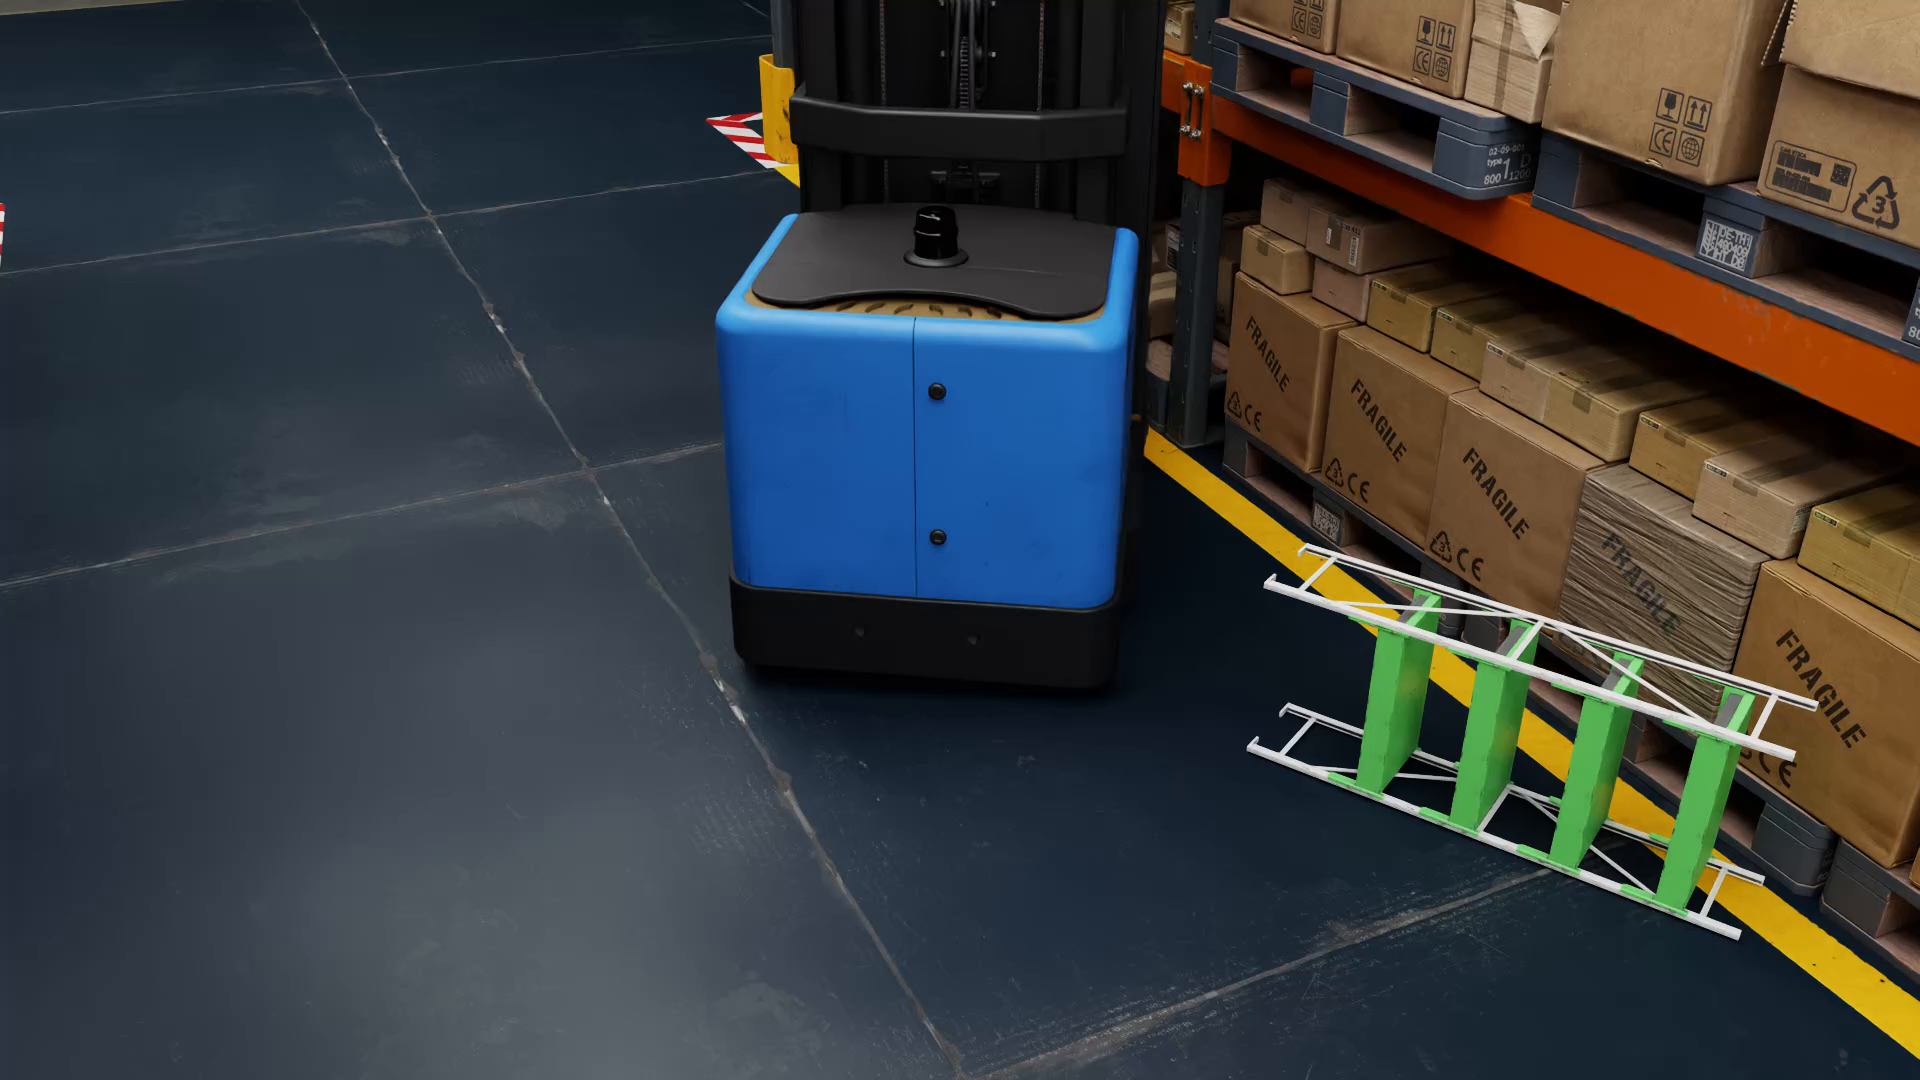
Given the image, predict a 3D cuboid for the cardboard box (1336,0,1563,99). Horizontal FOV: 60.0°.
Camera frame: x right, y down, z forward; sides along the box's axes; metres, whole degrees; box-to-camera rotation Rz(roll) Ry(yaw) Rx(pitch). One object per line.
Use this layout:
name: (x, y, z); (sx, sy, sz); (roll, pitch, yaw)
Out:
cardboard box: (1.433, -1.485, 4.299); (0.700, 0.500, 0.500); (-13, 32, -21)

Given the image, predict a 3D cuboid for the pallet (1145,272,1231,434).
pallet: (0.911, -0.835, 6.523); (1.003, 0.211, 1.213); (-13, 32, -22)

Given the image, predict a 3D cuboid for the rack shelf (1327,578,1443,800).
rack shelf: (1.047, 0.359, 4.082); (0.148, 0.480, 0.258); (19, 35, 30)

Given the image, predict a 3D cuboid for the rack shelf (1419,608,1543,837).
rack shelf: (1.242, 0.427, 3.960); (0.148, 0.480, 0.258); (19, 35, 30)

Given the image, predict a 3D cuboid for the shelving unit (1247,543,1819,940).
shelving unit: (1.294, 0.445, 3.928); (1.200, 0.503, 0.258); (19, 35, 30)

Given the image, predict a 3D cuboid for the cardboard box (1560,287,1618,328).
cardboard box: (1.987, -0.693, 4.882); (0.380, 0.149, 0.250); (-15, 32, -24)

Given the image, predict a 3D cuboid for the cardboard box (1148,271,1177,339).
cardboard box: (0.700, -0.871, 6.223); (0.380, 0.149, 0.250); (-14, 32, -23)

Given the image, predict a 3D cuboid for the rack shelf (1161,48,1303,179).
rack shelf: (0.346, -2.317, 7.051); (1.077, 0.370, 4.000); (-13, 32, -22)

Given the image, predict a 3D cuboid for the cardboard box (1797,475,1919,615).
cardboard box: (2.083, 0.003, 3.641); (0.380, 0.149, 0.250); (-14, 32, -23)

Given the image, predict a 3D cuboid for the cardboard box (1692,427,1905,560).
cardboard box: (1.937, -0.113, 3.847); (0.380, 0.149, 0.250); (-15, 32, -24)

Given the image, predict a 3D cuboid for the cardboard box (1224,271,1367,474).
cardboard box: (1.209, -0.579, 5.343); (0.500, 0.500, 0.500); (-12, 31, -20)

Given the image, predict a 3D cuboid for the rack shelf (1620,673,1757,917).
rack shelf: (1.633, 0.563, 3.717); (0.148, 0.480, 0.258); (19, 35, 30)

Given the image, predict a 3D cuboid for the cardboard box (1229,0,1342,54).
cardboard box: (1.210, -1.713, 4.707); (0.700, 0.500, 0.500); (-12, 32, -21)

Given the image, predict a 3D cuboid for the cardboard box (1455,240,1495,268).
cardboard box: (1.741, -0.906, 5.262); (0.380, 0.149, 0.250); (-13, 32, -22)

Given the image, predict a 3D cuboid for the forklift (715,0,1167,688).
forklift: (0.086, -1.583, 5.077); (1.130, 2.935, 3.031); (4, 29, 7)

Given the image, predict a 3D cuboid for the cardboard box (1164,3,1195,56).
cardboard box: (0.840, -1.726, 5.517); (0.380, 0.149, 0.250); (-13, 32, -21)

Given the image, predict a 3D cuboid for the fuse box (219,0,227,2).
fuse box: (-5.476, -4.771, 12.009); (0.539, 1.711, 0.414); (-13, 32, -22)

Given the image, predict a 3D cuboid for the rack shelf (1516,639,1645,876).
rack shelf: (1.438, 0.495, 3.839); (0.148, 0.480, 0.258); (19, 35, 30)

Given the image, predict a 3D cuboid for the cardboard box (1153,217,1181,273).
cardboard box: (0.948, -1.220, 6.844); (0.380, 0.149, 0.250); (-14, 32, -23)

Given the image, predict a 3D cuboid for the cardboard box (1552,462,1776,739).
cardboard box: (1.874, 0.106, 4.121); (0.500, 0.500, 0.500); (-14, 32, -24)

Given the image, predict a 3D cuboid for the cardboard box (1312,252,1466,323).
cardboard box: (1.307, -0.803, 5.078); (0.380, 0.149, 0.250); (-14, 32, -23)

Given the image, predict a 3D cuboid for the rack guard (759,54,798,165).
rack guard: (-0.480, -2.390, 9.002); (1.175, 0.500, 0.348); (-13, 32, -22)

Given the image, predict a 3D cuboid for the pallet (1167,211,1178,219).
pallet: (0.383, -1.374, 7.485); (1.003, 0.211, 1.213); (-13, 32, -22)

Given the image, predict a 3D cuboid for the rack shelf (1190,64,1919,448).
rack shelf: (2.063, -0.550, 3.900); (1.077, 0.370, 4.000); (-13, 32, -22)

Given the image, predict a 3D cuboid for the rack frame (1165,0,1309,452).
rack frame: (1.205, -1.747, 5.299); (1.000, 3.000, 0.127); (-13, 32, -22)

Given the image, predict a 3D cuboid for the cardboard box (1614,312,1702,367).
cardboard box: (2.056, -0.560, 4.645); (0.380, 0.149, 0.250); (-12, 32, -21)

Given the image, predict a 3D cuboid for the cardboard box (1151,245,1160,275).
cardboard box: (0.547, -1.080, 6.475); (0.396, 0.266, 0.258); (-12, 31, -20)

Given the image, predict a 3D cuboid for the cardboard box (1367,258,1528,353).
cardboard box: (1.428, -0.692, 4.880); (0.380, 0.149, 0.250); (-15, 33, -25)

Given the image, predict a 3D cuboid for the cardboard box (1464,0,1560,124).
cardboard box: (1.454, -1.178, 3.991); (0.396, 0.266, 0.258); (-12, 31, -20)

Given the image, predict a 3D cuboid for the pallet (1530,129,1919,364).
pallet: (2.083, -0.755, 3.725); (1.003, 0.211, 1.213); (-13, 32, -22)

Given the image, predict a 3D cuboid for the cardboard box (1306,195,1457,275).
cardboard box: (1.273, -0.934, 5.007); (0.380, 0.149, 0.250); (-15, 32, -24)

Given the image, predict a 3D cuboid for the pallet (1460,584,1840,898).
pallet: (2.116, 0.360, 4.392); (1.003, 0.211, 1.213); (-13, 32, -22)

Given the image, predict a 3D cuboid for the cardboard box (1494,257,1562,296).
cardboard box: (1.853, -0.800, 5.074); (0.380, 0.149, 0.250); (-13, 32, -21)

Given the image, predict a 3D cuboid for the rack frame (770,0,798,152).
rack frame: (-0.513, -3.514, 8.450); (1.000, 3.000, 0.127); (-13, 32, -22)

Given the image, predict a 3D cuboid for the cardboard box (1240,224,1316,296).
cardboard box: (1.118, -0.909, 5.267); (0.380, 0.149, 0.250); (-12, 31, -20)

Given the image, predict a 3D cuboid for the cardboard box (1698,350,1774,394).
cardboard box: (2.217, -0.458, 4.464); (0.380, 0.149, 0.250); (-13, 32, -21)

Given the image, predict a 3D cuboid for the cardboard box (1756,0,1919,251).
cardboard box: (2.054, -0.891, 3.237); (0.797, 0.503, 0.637); (-14, 32, -23)

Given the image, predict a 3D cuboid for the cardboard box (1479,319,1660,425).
cardboard box: (1.631, -0.455, 4.458); (0.380, 0.149, 0.250); (-13, 32, -22)

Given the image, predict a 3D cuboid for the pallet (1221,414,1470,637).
pallet: (1.588, -0.180, 5.355); (1.003, 0.211, 1.213); (-13, 32, -22)

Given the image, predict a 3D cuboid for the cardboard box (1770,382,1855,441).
cardboard box: (2.298, -0.340, 4.253); (0.380, 0.149, 0.250); (-14, 32, -24)

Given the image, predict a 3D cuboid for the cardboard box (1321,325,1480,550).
cardboard box: (1.446, -0.346, 4.927); (0.500, 0.500, 0.500); (-14, 32, -23)

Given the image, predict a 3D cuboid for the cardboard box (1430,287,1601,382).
cardboard box: (1.557, -0.573, 4.669); (0.380, 0.149, 0.250); (-14, 32, -23)

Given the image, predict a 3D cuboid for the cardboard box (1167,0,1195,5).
cardboard box: (0.766, -1.985, 5.573); (0.500, 0.250, 0.500); (-12, 32, -21)

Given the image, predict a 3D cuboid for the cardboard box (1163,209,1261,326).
cardboard box: (1.134, -1.099, 6.463); (0.500, 0.311, 0.500); (-12, 31, -20)

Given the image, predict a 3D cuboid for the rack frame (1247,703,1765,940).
rack frame: (1.294, 0.658, 4.047); (1.200, 0.015, 0.240); (19, 35, 30)

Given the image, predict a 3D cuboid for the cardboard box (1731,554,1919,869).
cardboard box: (2.114, 0.331, 3.719); (0.500, 0.500, 0.500); (-12, 31, -20)

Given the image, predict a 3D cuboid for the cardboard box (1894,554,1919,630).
cardboard box: (2.190, 0.113, 3.445); (0.380, 0.149, 0.250); (-12, 31, -21)

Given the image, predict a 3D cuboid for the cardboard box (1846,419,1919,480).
cardboard box: (2.376, -0.212, 4.024); (0.380, 0.149, 0.250); (-13, 32, -22)

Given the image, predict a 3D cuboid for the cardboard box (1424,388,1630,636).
cardboard box: (1.657, -0.125, 4.532); (0.500, 0.500, 0.500); (-14, 32, -23)

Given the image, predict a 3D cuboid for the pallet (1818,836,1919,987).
pallet: (2.635, 0.898, 3.432); (1.003, 0.211, 1.213); (-13, 32, -22)

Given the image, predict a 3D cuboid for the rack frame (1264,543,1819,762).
rack frame: (1.294, 0.232, 3.809); (1.200, 0.015, 0.240); (19, 35, 30)

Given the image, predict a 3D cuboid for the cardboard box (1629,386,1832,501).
cardboard box: (1.878, -0.232, 4.060); (0.380, 0.149, 0.250); (-13, 32, -22)

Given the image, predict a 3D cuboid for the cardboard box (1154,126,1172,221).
cardboard box: (0.442, -1.473, 6.936); (0.700, 0.500, 0.500); (-14, 32, -24)

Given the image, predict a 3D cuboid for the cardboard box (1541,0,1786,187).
cardboard box: (1.769, -1.138, 3.681); (0.700, 0.500, 0.500); (-13, 32, -22)

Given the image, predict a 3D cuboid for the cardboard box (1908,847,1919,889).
cardboard box: (2.341, 0.562, 3.308); (0.500, 0.500, 0.500); (-14, 32, -23)

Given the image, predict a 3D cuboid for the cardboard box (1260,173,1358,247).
cardboard box: (1.173, -1.051, 5.217); (0.380, 0.149, 0.250); (-14, 32, -23)

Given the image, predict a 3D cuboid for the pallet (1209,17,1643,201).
pallet: (1.449, -1.288, 4.676); (1.003, 0.211, 1.213); (-13, 32, -22)

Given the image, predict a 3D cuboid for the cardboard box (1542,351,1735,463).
cardboard box: (1.735, -0.345, 4.262); (0.380, 0.149, 0.250); (-12, 31, -20)
